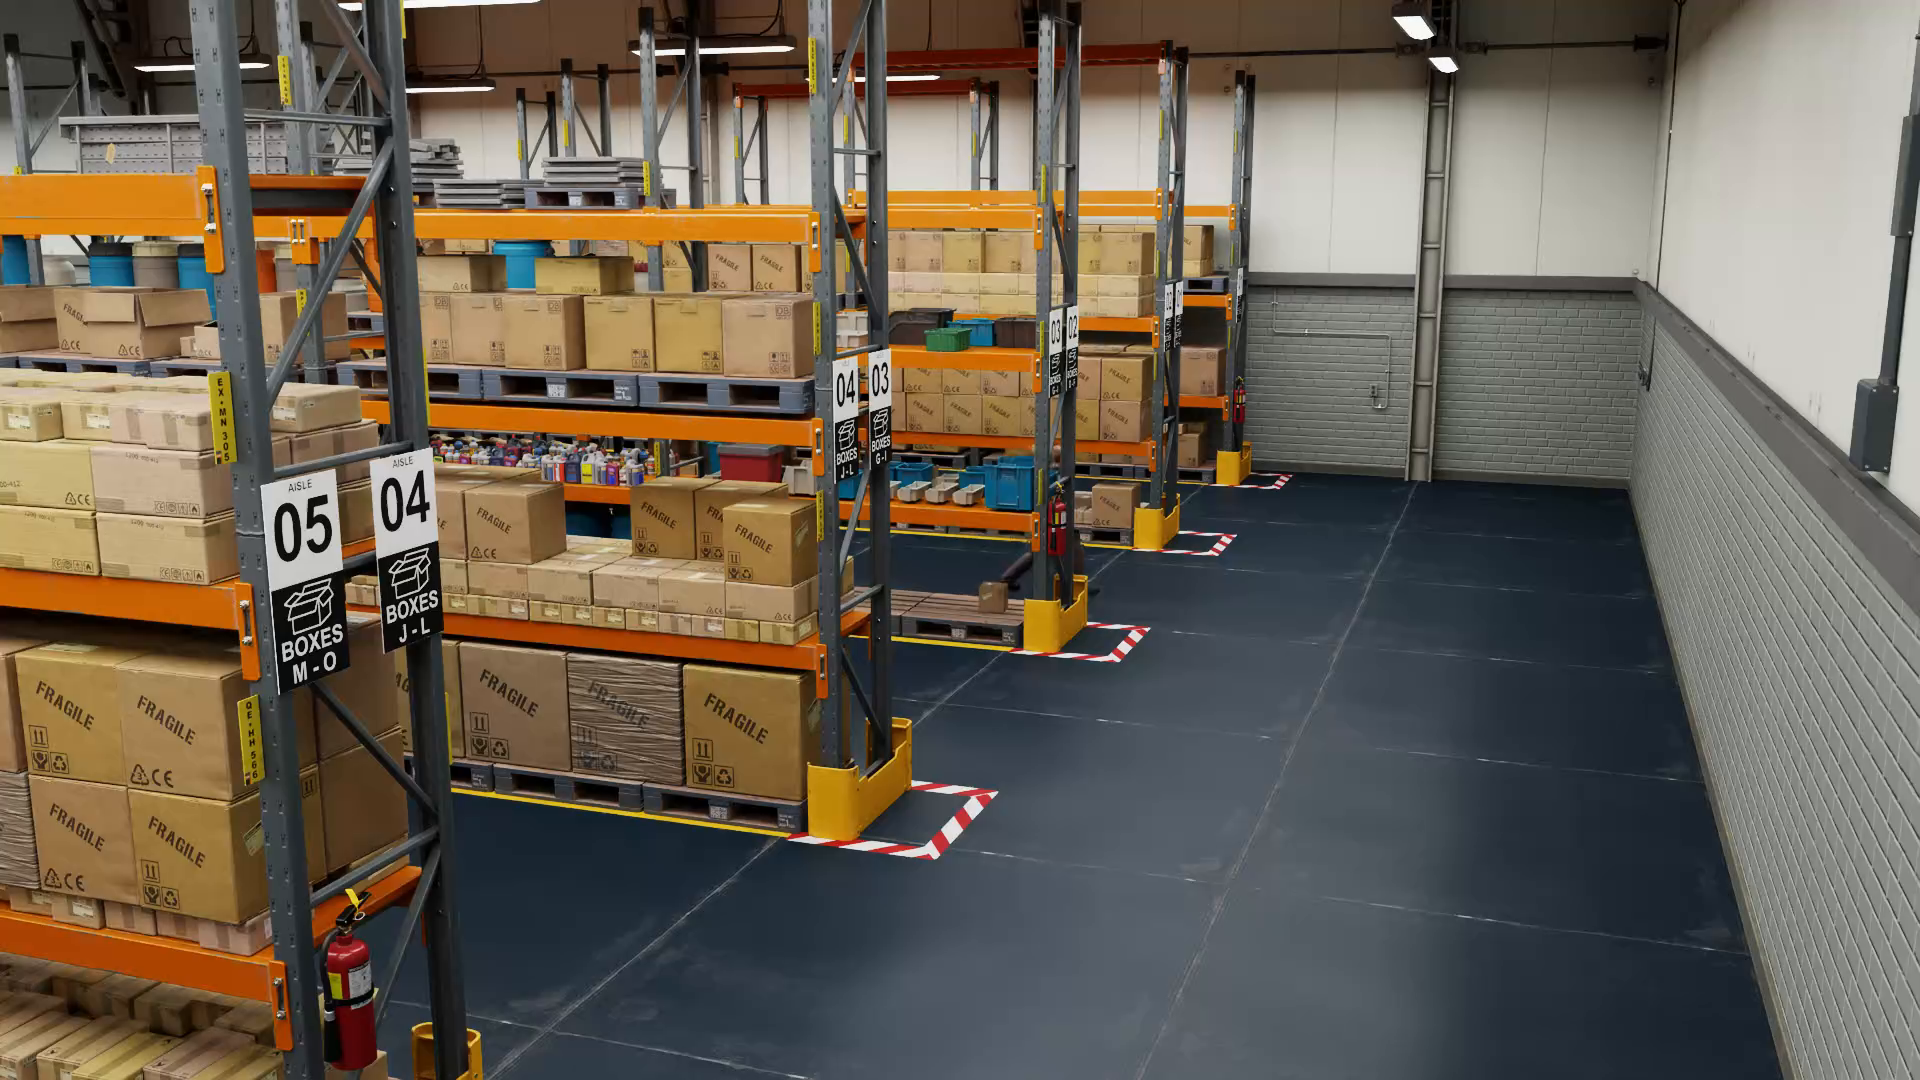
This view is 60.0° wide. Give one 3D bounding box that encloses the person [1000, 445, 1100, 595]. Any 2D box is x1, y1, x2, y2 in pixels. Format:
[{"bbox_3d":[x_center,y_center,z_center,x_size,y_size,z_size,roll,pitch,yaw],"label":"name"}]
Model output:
[{"bbox_3d":[0.969,-0.151,17.685,1.117,1.564,0.597,-4,12,-18],"label":"person"}]
